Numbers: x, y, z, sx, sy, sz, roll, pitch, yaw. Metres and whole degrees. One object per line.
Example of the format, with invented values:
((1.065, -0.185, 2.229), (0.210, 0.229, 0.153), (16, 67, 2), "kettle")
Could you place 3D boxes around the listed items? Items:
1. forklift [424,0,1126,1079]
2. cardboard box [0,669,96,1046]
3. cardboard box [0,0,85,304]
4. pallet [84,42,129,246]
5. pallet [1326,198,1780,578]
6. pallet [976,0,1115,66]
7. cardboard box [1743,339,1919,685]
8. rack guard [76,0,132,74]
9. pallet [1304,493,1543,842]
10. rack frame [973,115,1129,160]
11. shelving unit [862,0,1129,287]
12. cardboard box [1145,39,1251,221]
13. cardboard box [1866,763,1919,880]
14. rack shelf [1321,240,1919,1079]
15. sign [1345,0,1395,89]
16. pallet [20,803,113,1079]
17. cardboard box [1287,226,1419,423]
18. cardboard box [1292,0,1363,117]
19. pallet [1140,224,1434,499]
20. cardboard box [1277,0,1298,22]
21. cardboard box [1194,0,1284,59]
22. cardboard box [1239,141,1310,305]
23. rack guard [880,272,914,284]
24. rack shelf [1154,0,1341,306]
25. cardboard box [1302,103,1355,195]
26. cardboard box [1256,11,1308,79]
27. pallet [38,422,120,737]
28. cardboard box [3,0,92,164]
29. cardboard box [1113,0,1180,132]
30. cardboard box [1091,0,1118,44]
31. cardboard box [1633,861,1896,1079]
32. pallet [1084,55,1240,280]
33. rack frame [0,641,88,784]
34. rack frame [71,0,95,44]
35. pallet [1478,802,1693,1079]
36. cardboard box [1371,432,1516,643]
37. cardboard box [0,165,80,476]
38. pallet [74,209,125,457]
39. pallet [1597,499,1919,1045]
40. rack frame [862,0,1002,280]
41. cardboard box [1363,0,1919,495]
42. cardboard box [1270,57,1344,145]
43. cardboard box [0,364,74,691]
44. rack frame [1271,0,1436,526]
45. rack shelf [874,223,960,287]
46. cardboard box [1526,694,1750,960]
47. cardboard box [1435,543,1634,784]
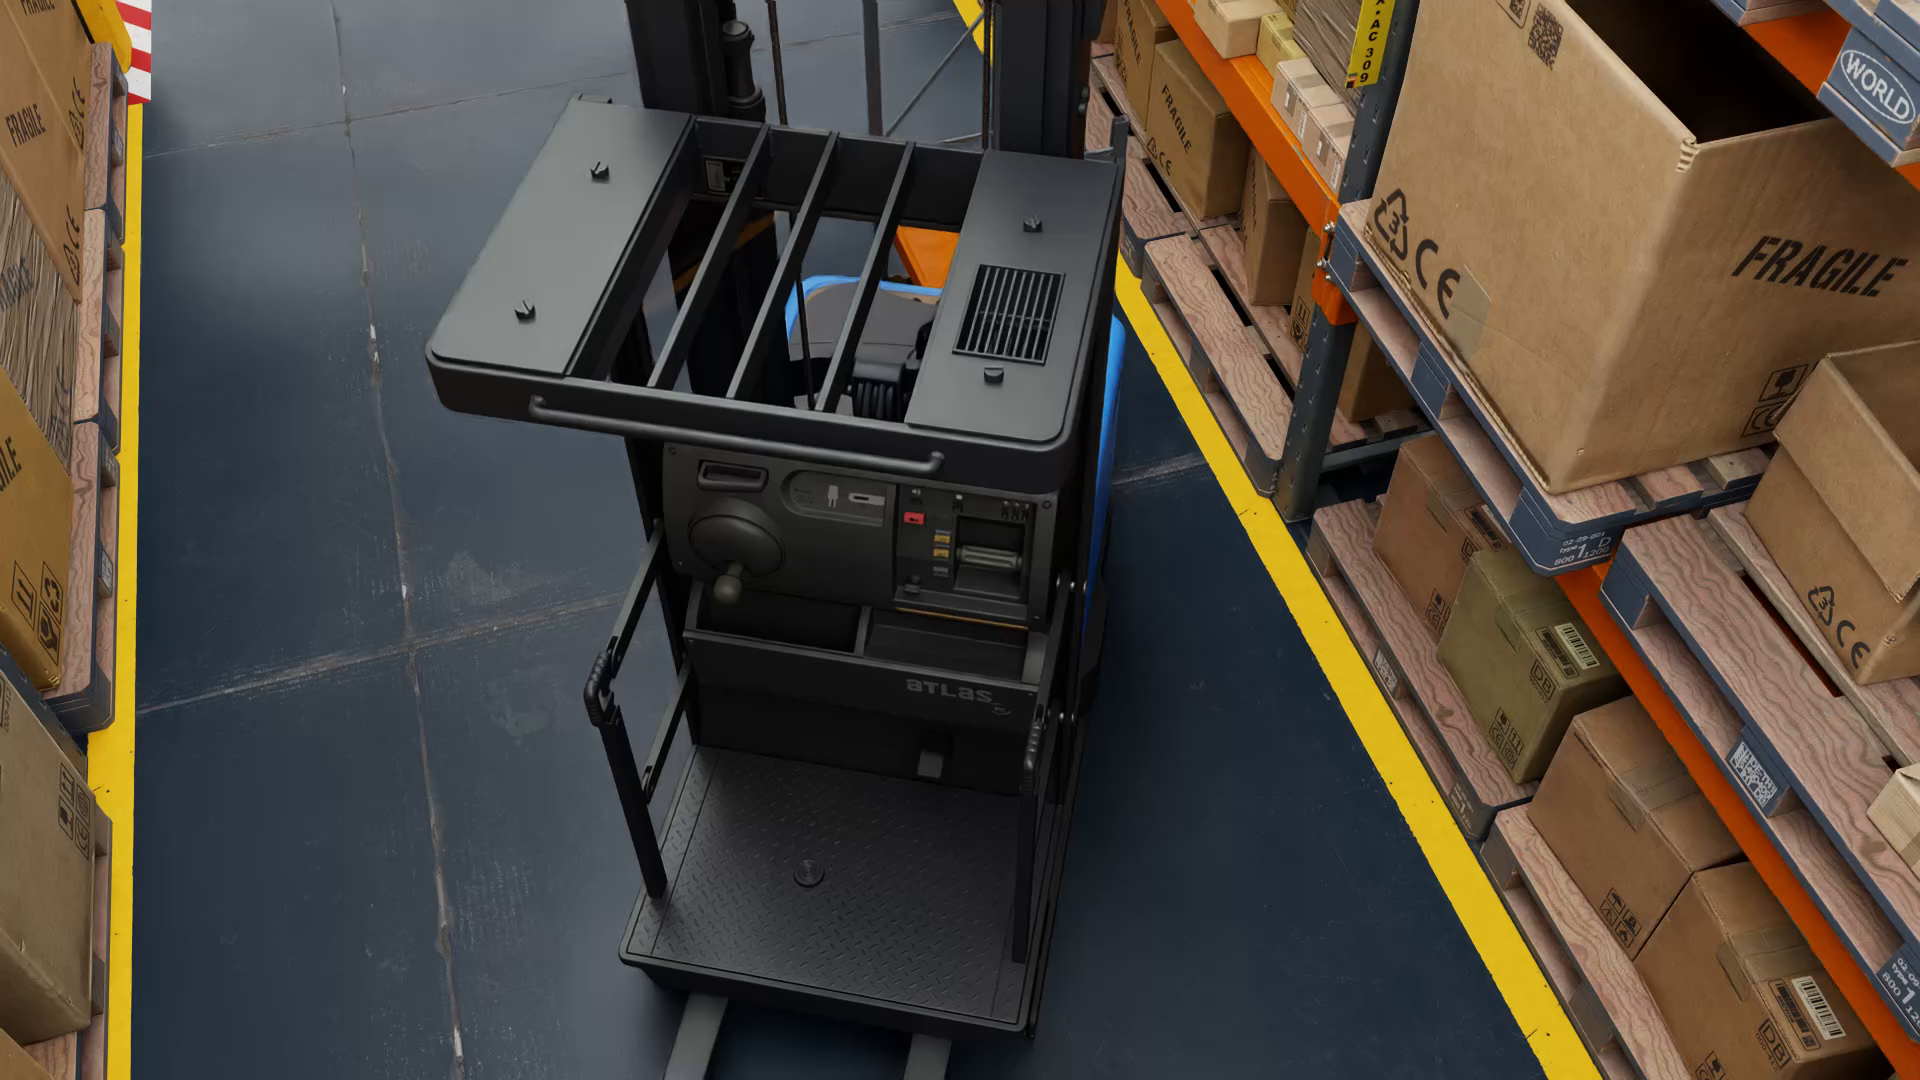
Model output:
((-0.279, 0.102, 3.747), (1.130, 2.935, 3.031), (8, 50, 7), "forklift")
((-2.903, 0.895, 4.230), (1.050, 0.750, 0.750), (-14, 51, -11), "cardboard box")
((-3.830, -1.377, 6.064), (0.875, 0.875, 0.875), (-14, 51, -12), "cardboard box")
((-4.044, -1.584, 6.947), (1.003, 0.211, 1.213), (-13, 51, -11), "pallet")
((1.683, -0.522, 4.354), (1.003, 0.211, 1.213), (-13, 51, -11), "pallet")
((0.641, -2.541, 7.754), (1.003, 0.211, 1.213), (-13, 51, -11), "pallet")
((2.196, -0.098, 3.529), (0.797, 0.503, 0.637), (-9, 50, -7), "cardboard box")
((-4.363, -2.261, 7.329), (1.175, 0.500, 0.348), (-13, 51, -11), "rack guard")
((1.827, 0.292, 5.366), (1.003, 0.211, 1.213), (-13, 51, -11), "pallet")
((0.248, -0.678, 5.341), (0.500, 1.500, 0.032), (-15, 51, -12), "rack frame")
((0.088, -1.040, 5.646), (0.587, 1.500, 1.083), (-15, 51, -12), "shelving unit")
((1.080, -1.658, 6.546), (0.500, 0.500, 0.500), (-17, 52, -14), "cardboard box")
((2.027, 0.498, 3.182), (0.396, 0.266, 0.258), (-15, 51, -12), "cardboard box")
((2.187, 0.518, 3.822), (1.077, 0.370, 4.000), (-13, 51, -11), "rack shelf")
((1.079, -1.326, 4.340), (0.100, 0.325, 0.005), (-13, 51, -11), "sign")
((-2.872, 1.318, 4.501), (1.003, 0.211, 1.213), (-13, 51, -11), "pallet")
((1.515, -0.806, 5.828), (0.500, 0.500, 0.500), (-15, 51, -12), "cardboard box")
((1.521, -1.646, 4.916), (0.875, 0.500, 0.500), (-13, 51, -11), "cardboard box")
((1.363, -0.759, 6.252), (1.003, 0.211, 1.213), (-13, 51, -11), "pallet")
((1.407, -2.019, 5.230), (0.875, 0.500, 0.500), (-13, 51, -11), "cardboard box")
((0.989, -1.723, 5.405), (0.380, 0.149, 0.250), (-13, 51, -11), "cardboard box")
((1.339, -1.223, 6.179), (0.500, 0.500, 0.500), (1, 50, 1), "cardboard box")
((-0.072, -0.997, 6.427), (0.587, 0.250, 0.087), (-15, 51, -12), "rack guard")
((1.004, -2.404, 6.285), (1.077, 0.370, 4.000), (-13, 51, -11), "rack shelf")
((1.251, -1.185, 4.951), (0.380, 0.149, 0.250), (-13, 51, -11), "cardboard box")
((1.170, -1.566, 5.272), (0.380, 0.149, 0.250), (-13, 51, -11), "cardboard box")
((-3.323, 0.198, 5.445), (1.003, 0.211, 1.213), (-13, 51, -11), "pallet")
((-4.092, -2.019, 6.605), (0.875, 0.875, 0.875), (-13, 51, -11), "cardboard box")
((0.958, -2.076, 6.898), (0.500, 0.500, 0.500), (-9, 50, -8), "cardboard box")
((0.791, -2.537, 7.288), (0.500, 0.500, 0.500), (-2, 50, -1), "cardboard box")
((2.211, 1.111, 4.199), (0.700, 0.500, 0.500), (-9, 51, -8), "cardboard box")
((0.999, -1.651, 7.004), (1.003, 0.211, 1.213), (-13, 51, -11), "pallet")
((-3.173, -0.127, 3.895), (1.000, 3.000, 0.127), (-13, 51, -11), "rack frame")
((-4.355, -3.049, 6.358), (1.000, 3.000, 0.127), (-13, 51, -11), "rack frame")
((2.192, 1.185, 4.613), (1.003, 0.211, 1.213), (-13, 51, -11), "pallet")
((1.756, -0.058, 5.184), (0.700, 0.500, 0.500), (-17, 52, -14), "cardboard box")
((-3.562, -0.711, 5.502), (0.875, 0.875, 0.875), (-13, 51, -11), "cardboard box")
((-3.687, -0.694, 6.197), (1.003, 0.211, 1.213), (-13, 51, -11), "pallet")
((2.154, 0.372, 3.600), (1.003, 0.211, 1.213), (-13, 51, -11), "pallet")
((-0.079, -1.414, 5.961), (0.500, 1.500, 0.032), (-15, 51, -12), "rack frame")
((1.697, -0.892, 3.873), (1.000, 1.000, 1.000), (-13, 51, -11), "cardboard box")
((1.186, -1.369, 5.107), (0.380, 0.149, 0.250), (-13, 51, -11), "cardboard box")
((-3.292, -0.053, 4.948), (0.875, 0.875, 0.875), (-13, 51, -10), "cardboard box")
((1.595, -1.175, 4.779), (1.000, 3.000, 0.127), (-13, 51, -11), "rack frame")
((0.085, -0.930, 5.789), (0.538, 0.185, 1.000), (-15, 51, -12), "rack shelf")
((2.045, 0.703, 4.542), (0.700, 0.500, 0.500), (-17, 52, -14), "cardboard box")
((1.880, 0.295, 4.887), (0.700, 0.500, 0.500), (-14, 51, -11), "cardboard box")
